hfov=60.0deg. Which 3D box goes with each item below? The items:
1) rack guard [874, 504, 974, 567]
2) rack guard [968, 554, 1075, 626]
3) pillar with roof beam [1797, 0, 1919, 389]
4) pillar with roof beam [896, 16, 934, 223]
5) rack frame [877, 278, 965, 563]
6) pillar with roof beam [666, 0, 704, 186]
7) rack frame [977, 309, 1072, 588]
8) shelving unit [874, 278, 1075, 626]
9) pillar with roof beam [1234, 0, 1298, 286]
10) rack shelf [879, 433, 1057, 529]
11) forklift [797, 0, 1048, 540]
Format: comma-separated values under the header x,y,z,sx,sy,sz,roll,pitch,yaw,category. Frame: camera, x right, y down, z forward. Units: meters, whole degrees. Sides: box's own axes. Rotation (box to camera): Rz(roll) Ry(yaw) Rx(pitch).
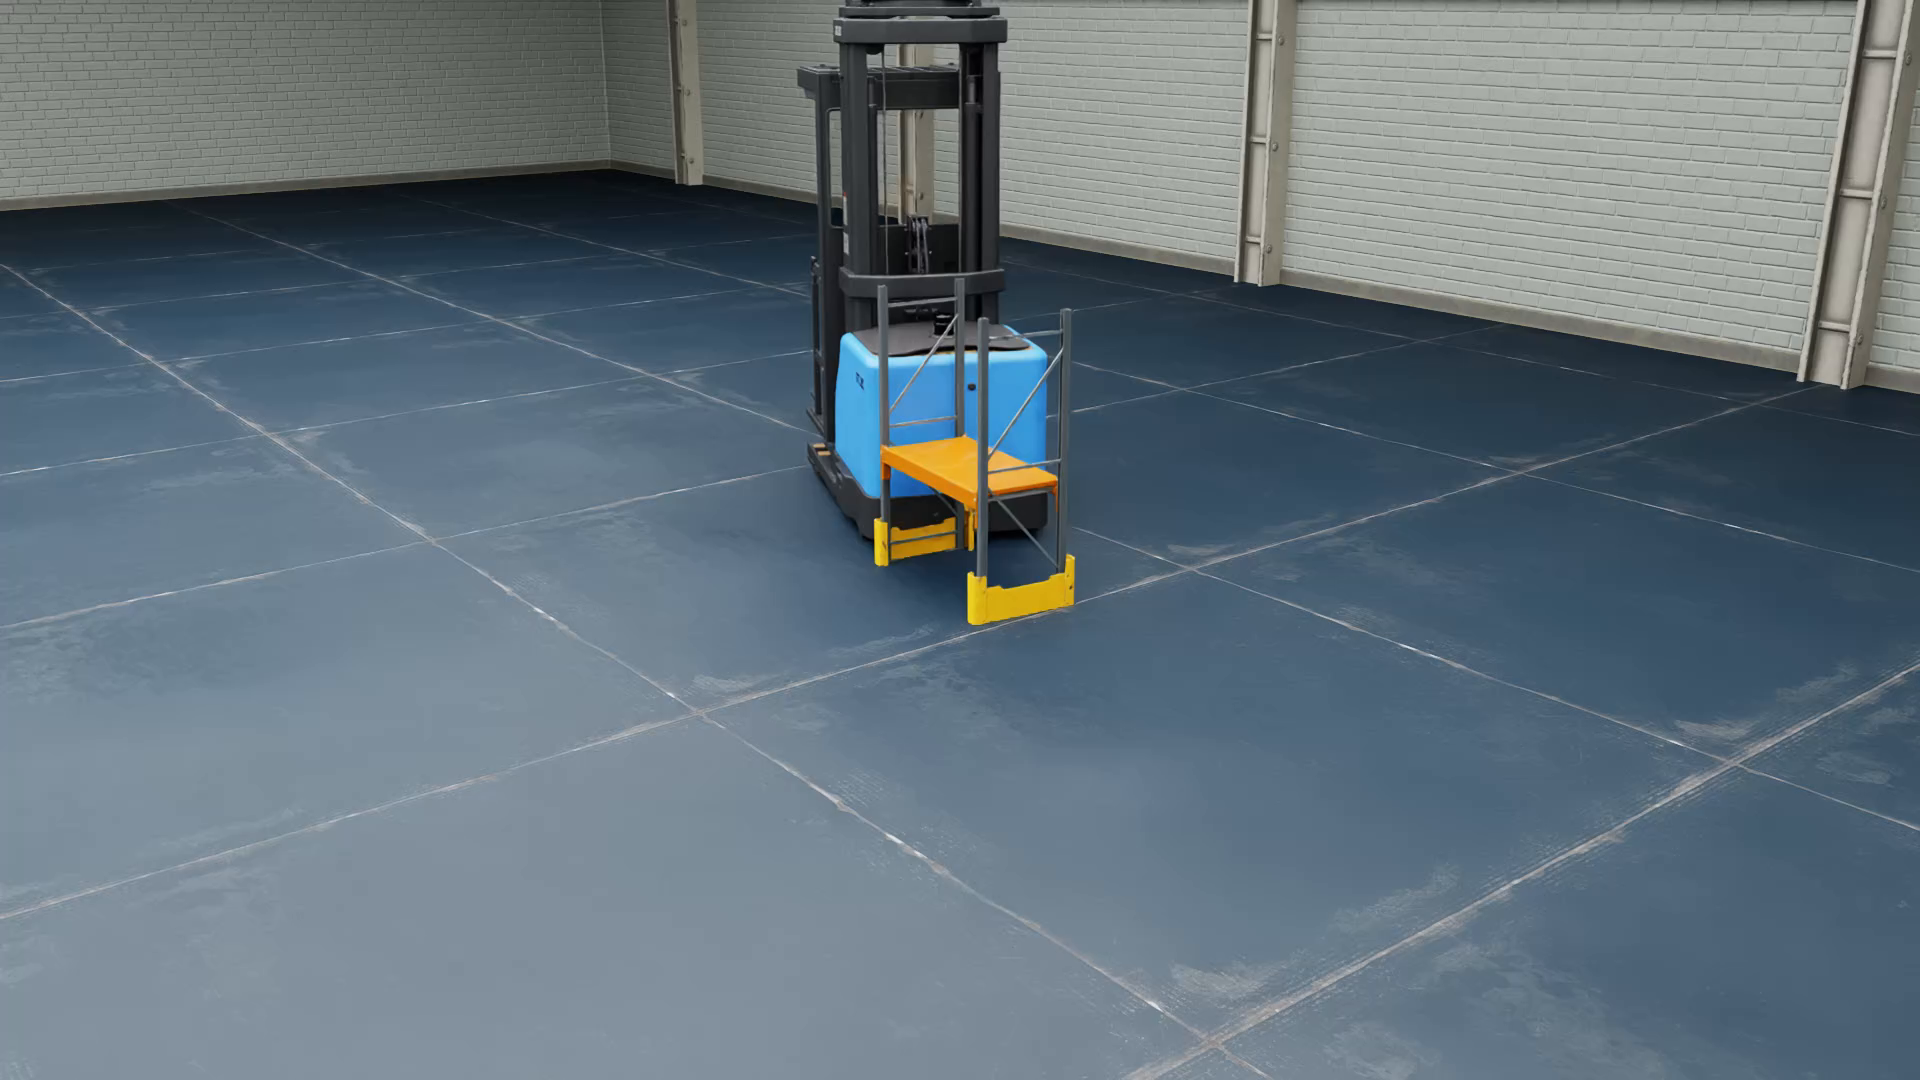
x,y,z,sx,sy,sz,roll,pitch,yaw,category
-0.189,-0.027,9.046,0.587,0.250,0.087,-10,21,-28,rack guard
0.306,0.245,8.225,0.587,0.250,0.087,-10,21,-28,rack guard
3.496,-4.677,9.171,9.100,9.000,0.400,-14,23,-36,pillar with roof beam
-3.955,-7.634,18.101,9.100,9.000,0.400,-14,23,-36,pillar with roof beam
-0.199,-0.625,8.865,0.500,1.500,0.032,-10,21,-28,rack frame
-7.680,-9.112,22.566,9.100,9.000,0.400,-14,23,-36,pillar with roof beam
0.306,-0.348,8.028,0.500,1.500,0.032,-10,21,-28,rack frame
0.058,-0.484,8.439,0.587,1.500,1.083,-10,21,-28,shelving unit
-0.229,-6.155,13.636,9.100,9.000,0.400,-14,23,-36,pillar with roof beam
0.054,-0.316,8.503,0.538,0.185,1.000,-10,21,-28,rack shelf
-0.363,-1.816,10.183,1.130,2.935,3.031,-5,19,-13,forklift
